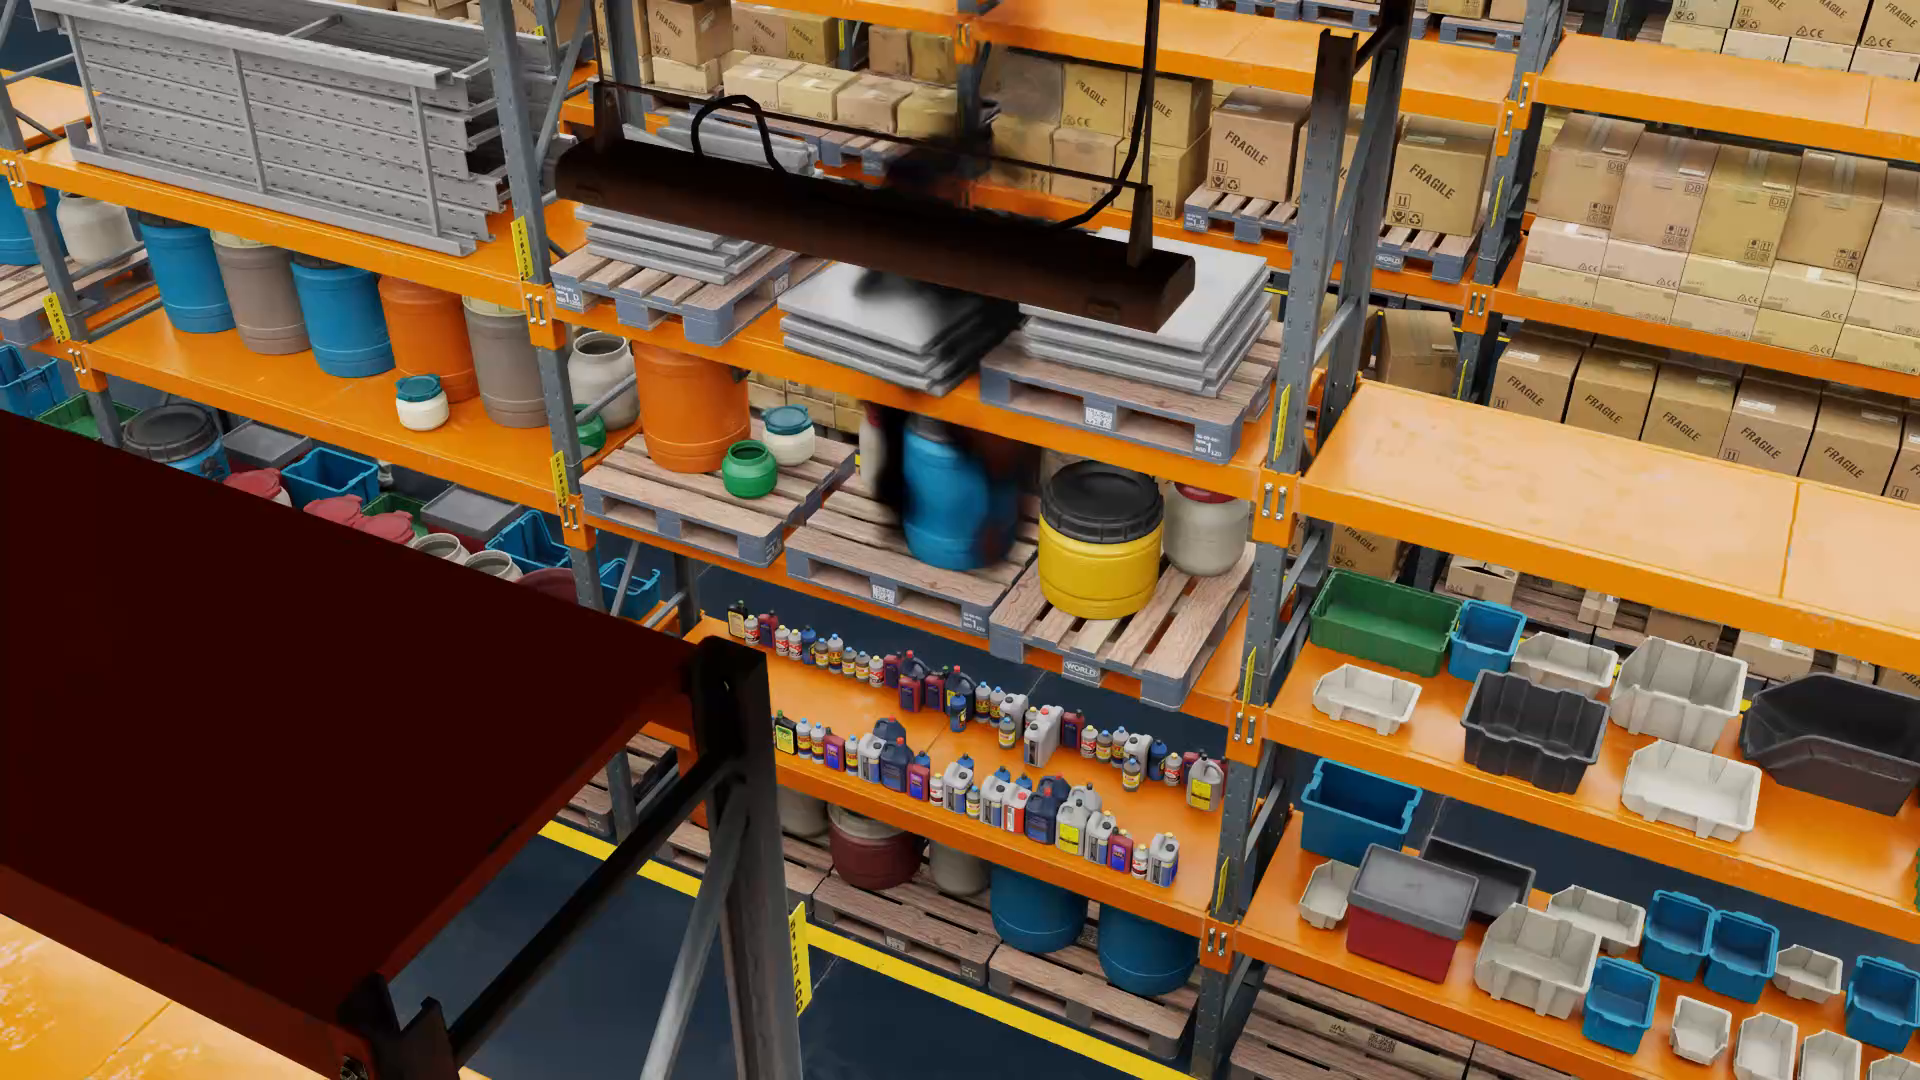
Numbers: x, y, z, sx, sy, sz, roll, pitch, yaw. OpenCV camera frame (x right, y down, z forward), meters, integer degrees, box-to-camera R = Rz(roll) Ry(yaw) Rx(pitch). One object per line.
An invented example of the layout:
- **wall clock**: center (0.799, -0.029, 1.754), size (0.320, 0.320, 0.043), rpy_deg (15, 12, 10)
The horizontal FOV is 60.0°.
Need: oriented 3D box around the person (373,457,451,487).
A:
- **person**: center (-4.727, -1.152, 13.948), size (1.003, 1.799, 0.672), rpy_deg (13, 37, 17)
